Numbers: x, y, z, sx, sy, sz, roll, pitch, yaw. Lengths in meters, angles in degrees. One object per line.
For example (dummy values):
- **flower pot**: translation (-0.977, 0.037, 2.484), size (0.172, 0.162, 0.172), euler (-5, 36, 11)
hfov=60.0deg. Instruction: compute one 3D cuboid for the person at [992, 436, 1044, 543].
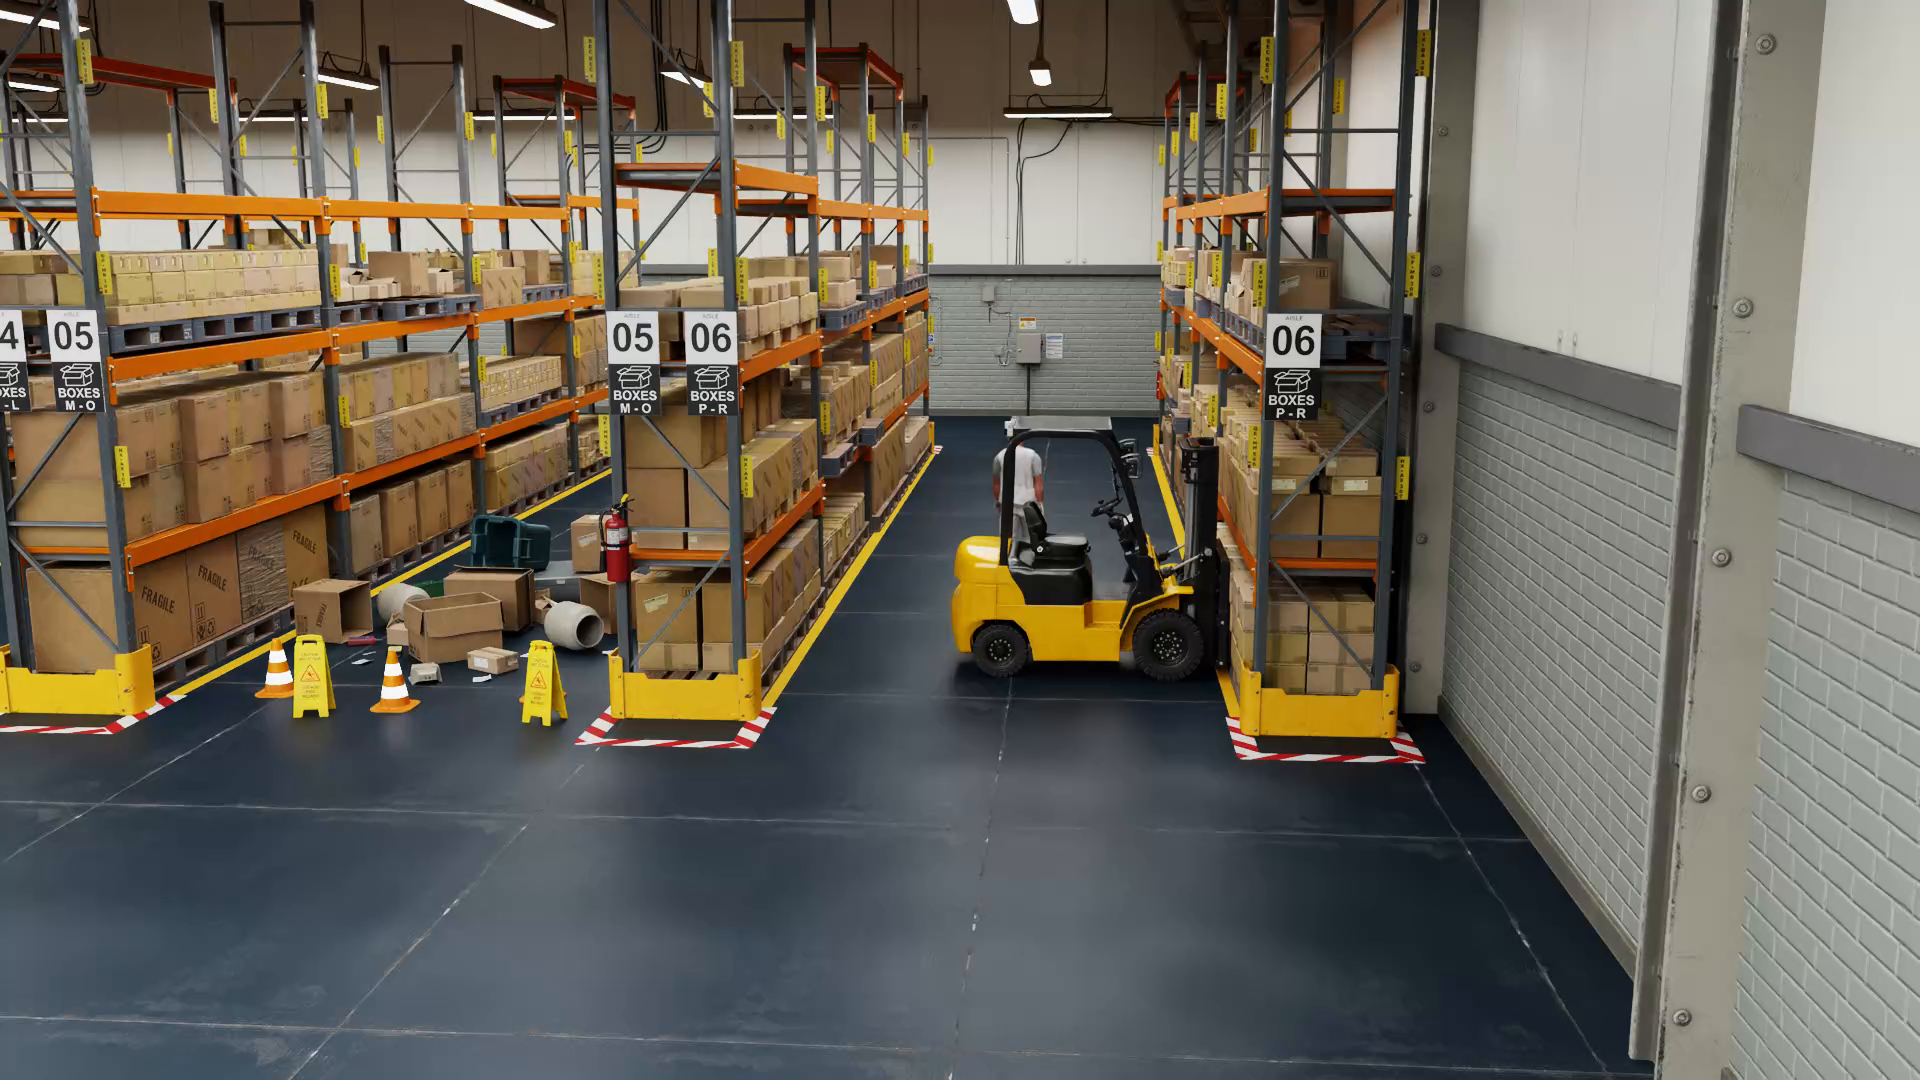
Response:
- **person**: translation (0.627, -0.367, 17.834), size (0.563, 1.777, 0.933), euler (1, 11, 5)
